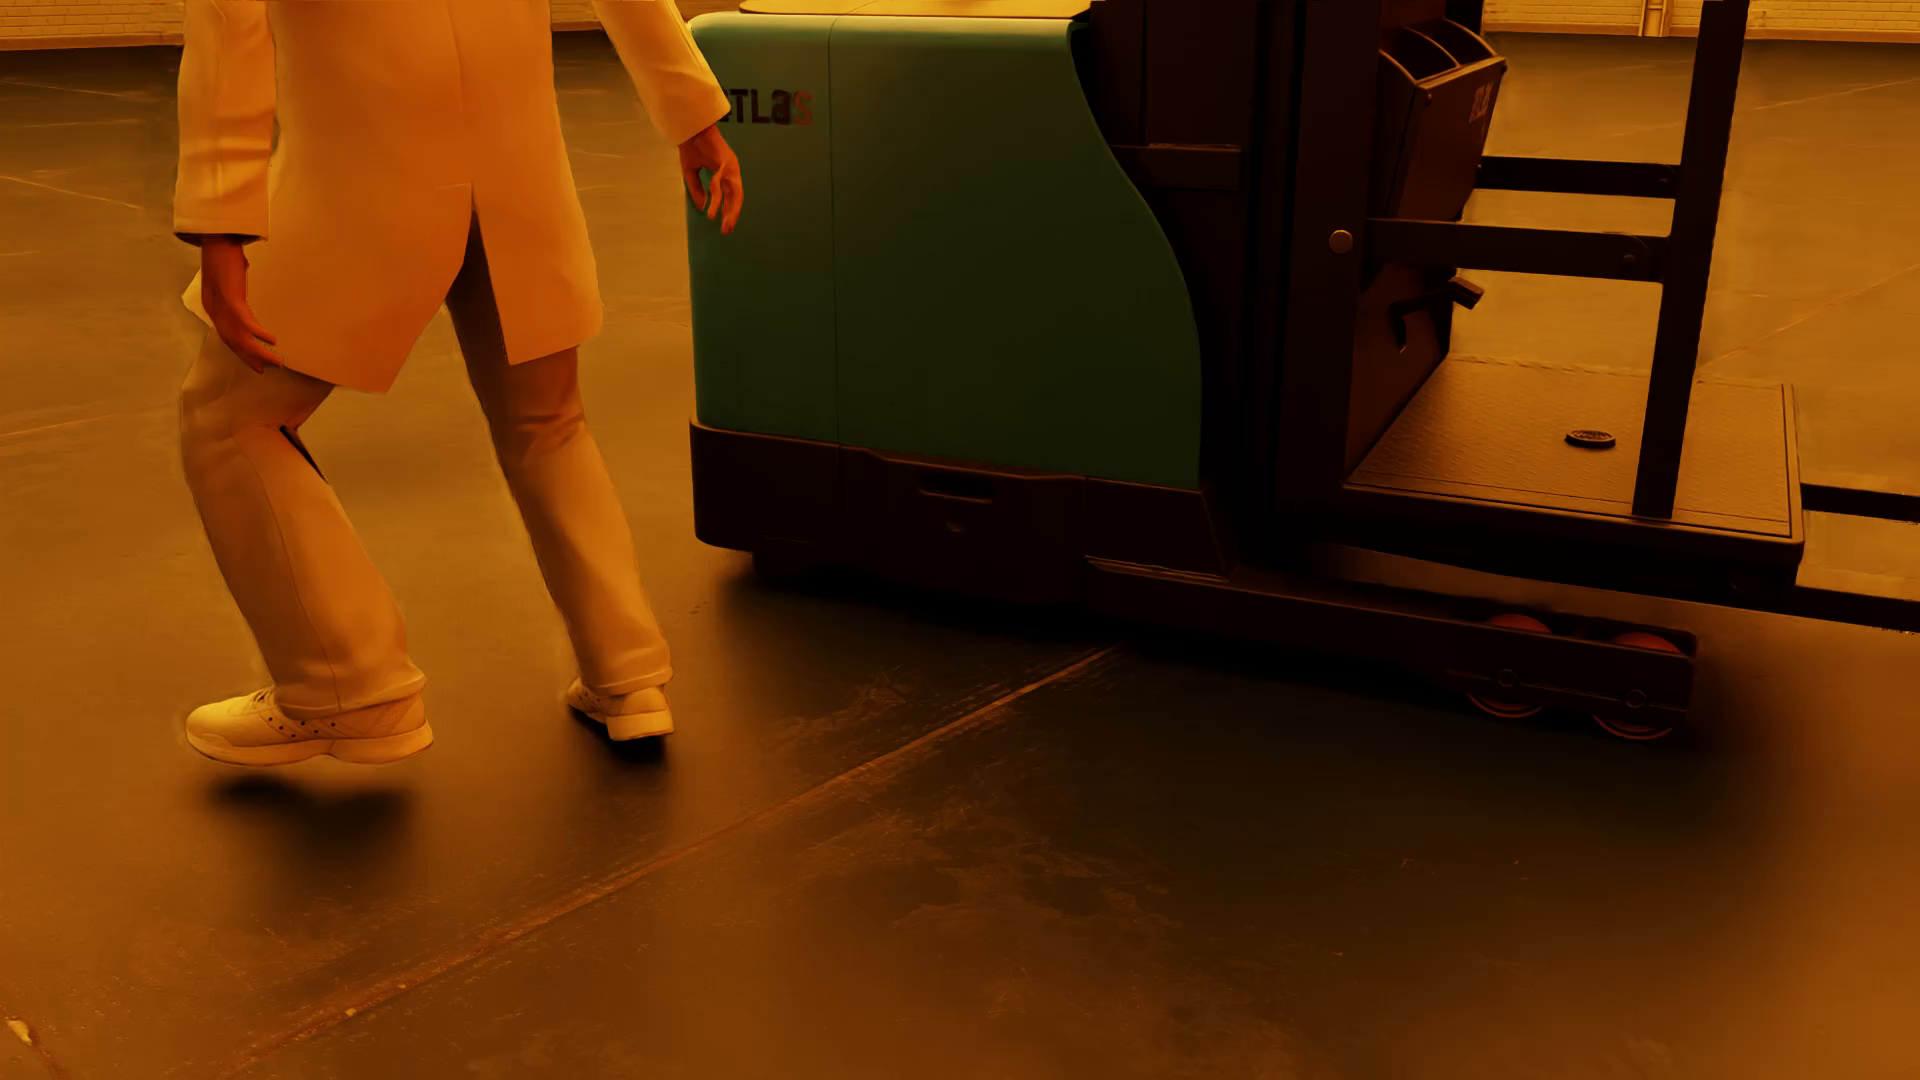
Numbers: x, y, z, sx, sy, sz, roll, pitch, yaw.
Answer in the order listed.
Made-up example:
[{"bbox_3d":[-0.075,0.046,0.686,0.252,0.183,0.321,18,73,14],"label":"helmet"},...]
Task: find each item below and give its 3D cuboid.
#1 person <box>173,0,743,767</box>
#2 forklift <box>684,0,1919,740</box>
[{"bbox_3d":[-0.735,-0.489,2.427,0.906,1.758,0.568,-16,25,-38],"label":"person"},{"bbox_3d":[1.026,-1.267,2.720,3.031,2.935,1.130,8,21,23],"label":"forklift"}]
